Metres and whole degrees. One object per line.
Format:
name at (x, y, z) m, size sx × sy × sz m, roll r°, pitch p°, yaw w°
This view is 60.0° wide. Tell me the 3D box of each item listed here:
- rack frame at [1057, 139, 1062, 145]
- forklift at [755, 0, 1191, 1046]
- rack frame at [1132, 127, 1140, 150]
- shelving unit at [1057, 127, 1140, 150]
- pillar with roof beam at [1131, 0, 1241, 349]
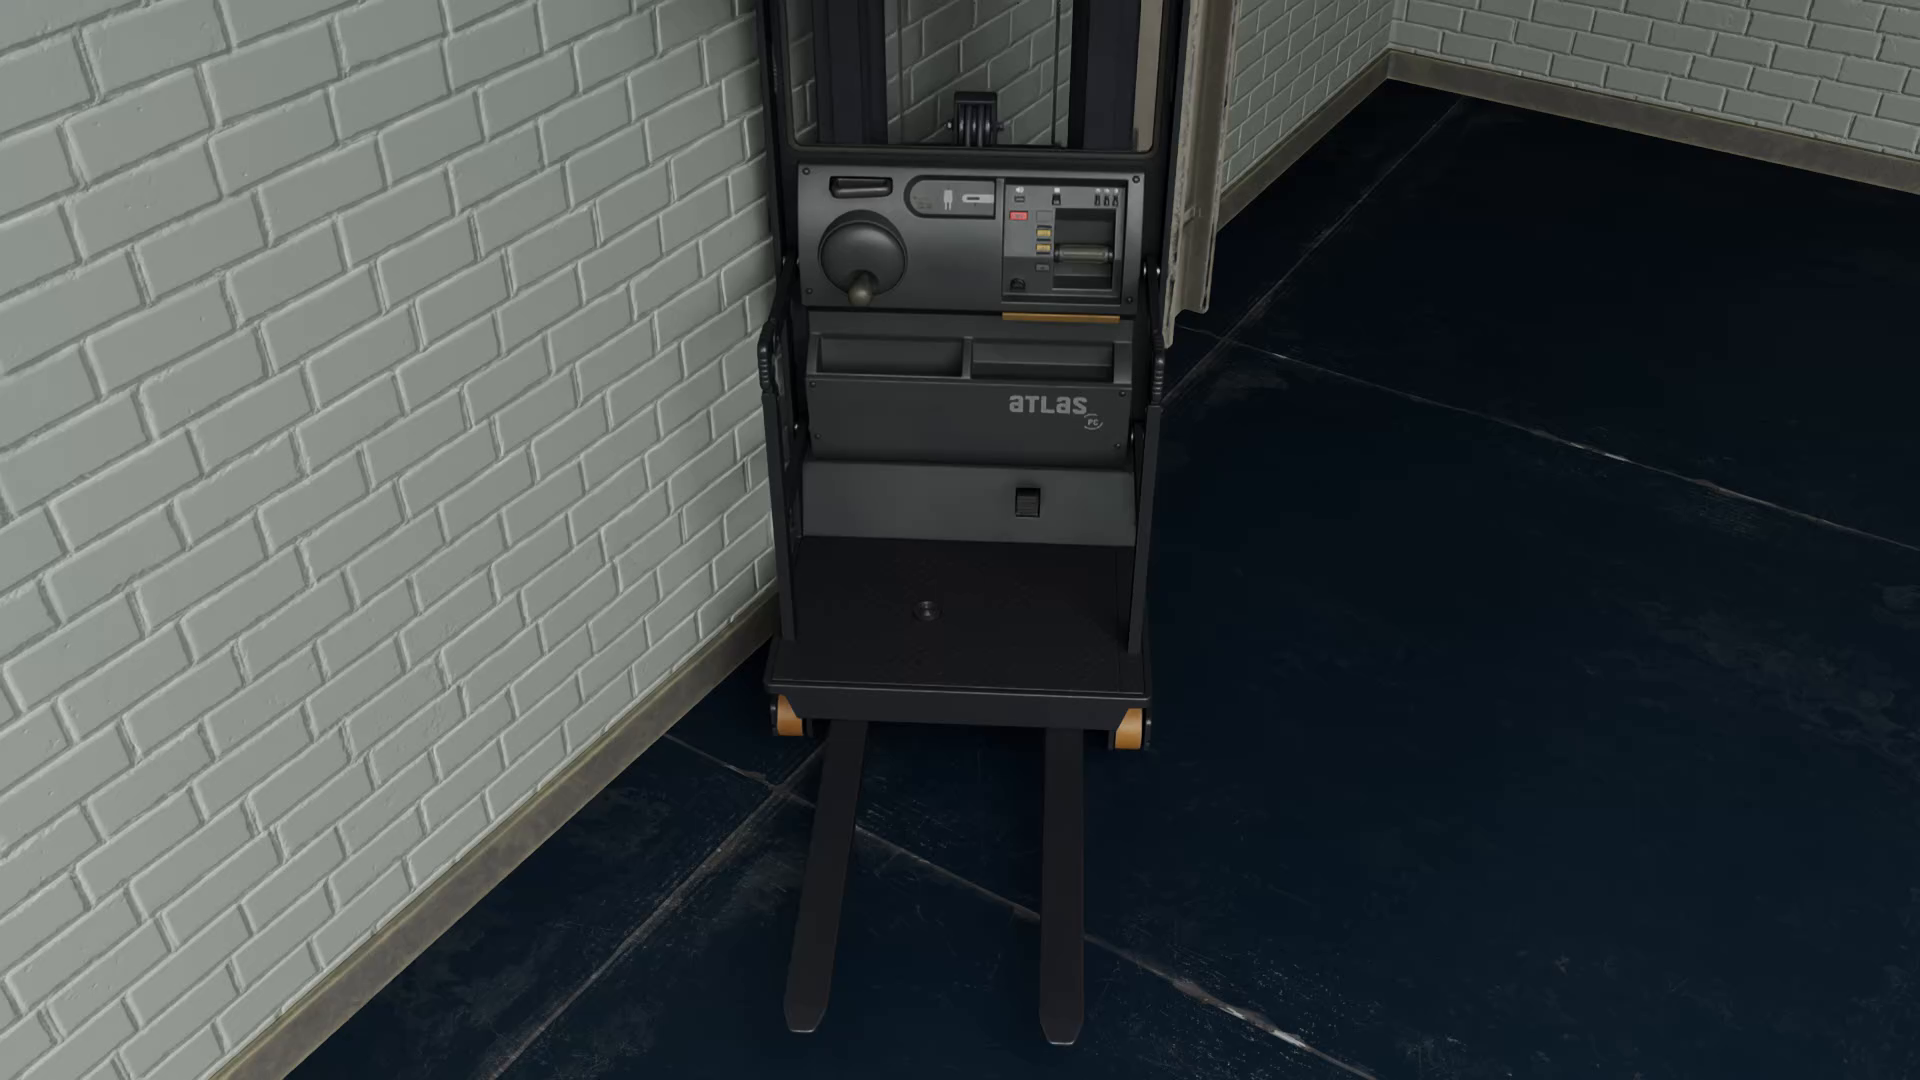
rack frame at (0.423, -0.961, 6.129) m, size 0.200 × 1.050 × 0.008 m, roll 21°, pitch 41°, yaw 25°
forklift at (0.017, -0.746, 4.317) m, size 1.130 × 2.935 × 3.031 m, roll 2°, pitch 38°, yaw 3°
rack frame at (0.551, -1.084, 6.296) m, size 0.200 × 1.050 × 0.008 m, roll 21°, pitch 41°, yaw 25°
shelving unit at (0.487, -1.023, 6.213) m, size 0.215 × 1.050 × 0.252 m, roll 21°, pitch 41°, yaw 25°
pillar with roof beam at (4.451, -3.083, 2.378) m, size 9.100 × 9.000 × 0.400 m, roll 21°, pitch 42°, yaw 25°
